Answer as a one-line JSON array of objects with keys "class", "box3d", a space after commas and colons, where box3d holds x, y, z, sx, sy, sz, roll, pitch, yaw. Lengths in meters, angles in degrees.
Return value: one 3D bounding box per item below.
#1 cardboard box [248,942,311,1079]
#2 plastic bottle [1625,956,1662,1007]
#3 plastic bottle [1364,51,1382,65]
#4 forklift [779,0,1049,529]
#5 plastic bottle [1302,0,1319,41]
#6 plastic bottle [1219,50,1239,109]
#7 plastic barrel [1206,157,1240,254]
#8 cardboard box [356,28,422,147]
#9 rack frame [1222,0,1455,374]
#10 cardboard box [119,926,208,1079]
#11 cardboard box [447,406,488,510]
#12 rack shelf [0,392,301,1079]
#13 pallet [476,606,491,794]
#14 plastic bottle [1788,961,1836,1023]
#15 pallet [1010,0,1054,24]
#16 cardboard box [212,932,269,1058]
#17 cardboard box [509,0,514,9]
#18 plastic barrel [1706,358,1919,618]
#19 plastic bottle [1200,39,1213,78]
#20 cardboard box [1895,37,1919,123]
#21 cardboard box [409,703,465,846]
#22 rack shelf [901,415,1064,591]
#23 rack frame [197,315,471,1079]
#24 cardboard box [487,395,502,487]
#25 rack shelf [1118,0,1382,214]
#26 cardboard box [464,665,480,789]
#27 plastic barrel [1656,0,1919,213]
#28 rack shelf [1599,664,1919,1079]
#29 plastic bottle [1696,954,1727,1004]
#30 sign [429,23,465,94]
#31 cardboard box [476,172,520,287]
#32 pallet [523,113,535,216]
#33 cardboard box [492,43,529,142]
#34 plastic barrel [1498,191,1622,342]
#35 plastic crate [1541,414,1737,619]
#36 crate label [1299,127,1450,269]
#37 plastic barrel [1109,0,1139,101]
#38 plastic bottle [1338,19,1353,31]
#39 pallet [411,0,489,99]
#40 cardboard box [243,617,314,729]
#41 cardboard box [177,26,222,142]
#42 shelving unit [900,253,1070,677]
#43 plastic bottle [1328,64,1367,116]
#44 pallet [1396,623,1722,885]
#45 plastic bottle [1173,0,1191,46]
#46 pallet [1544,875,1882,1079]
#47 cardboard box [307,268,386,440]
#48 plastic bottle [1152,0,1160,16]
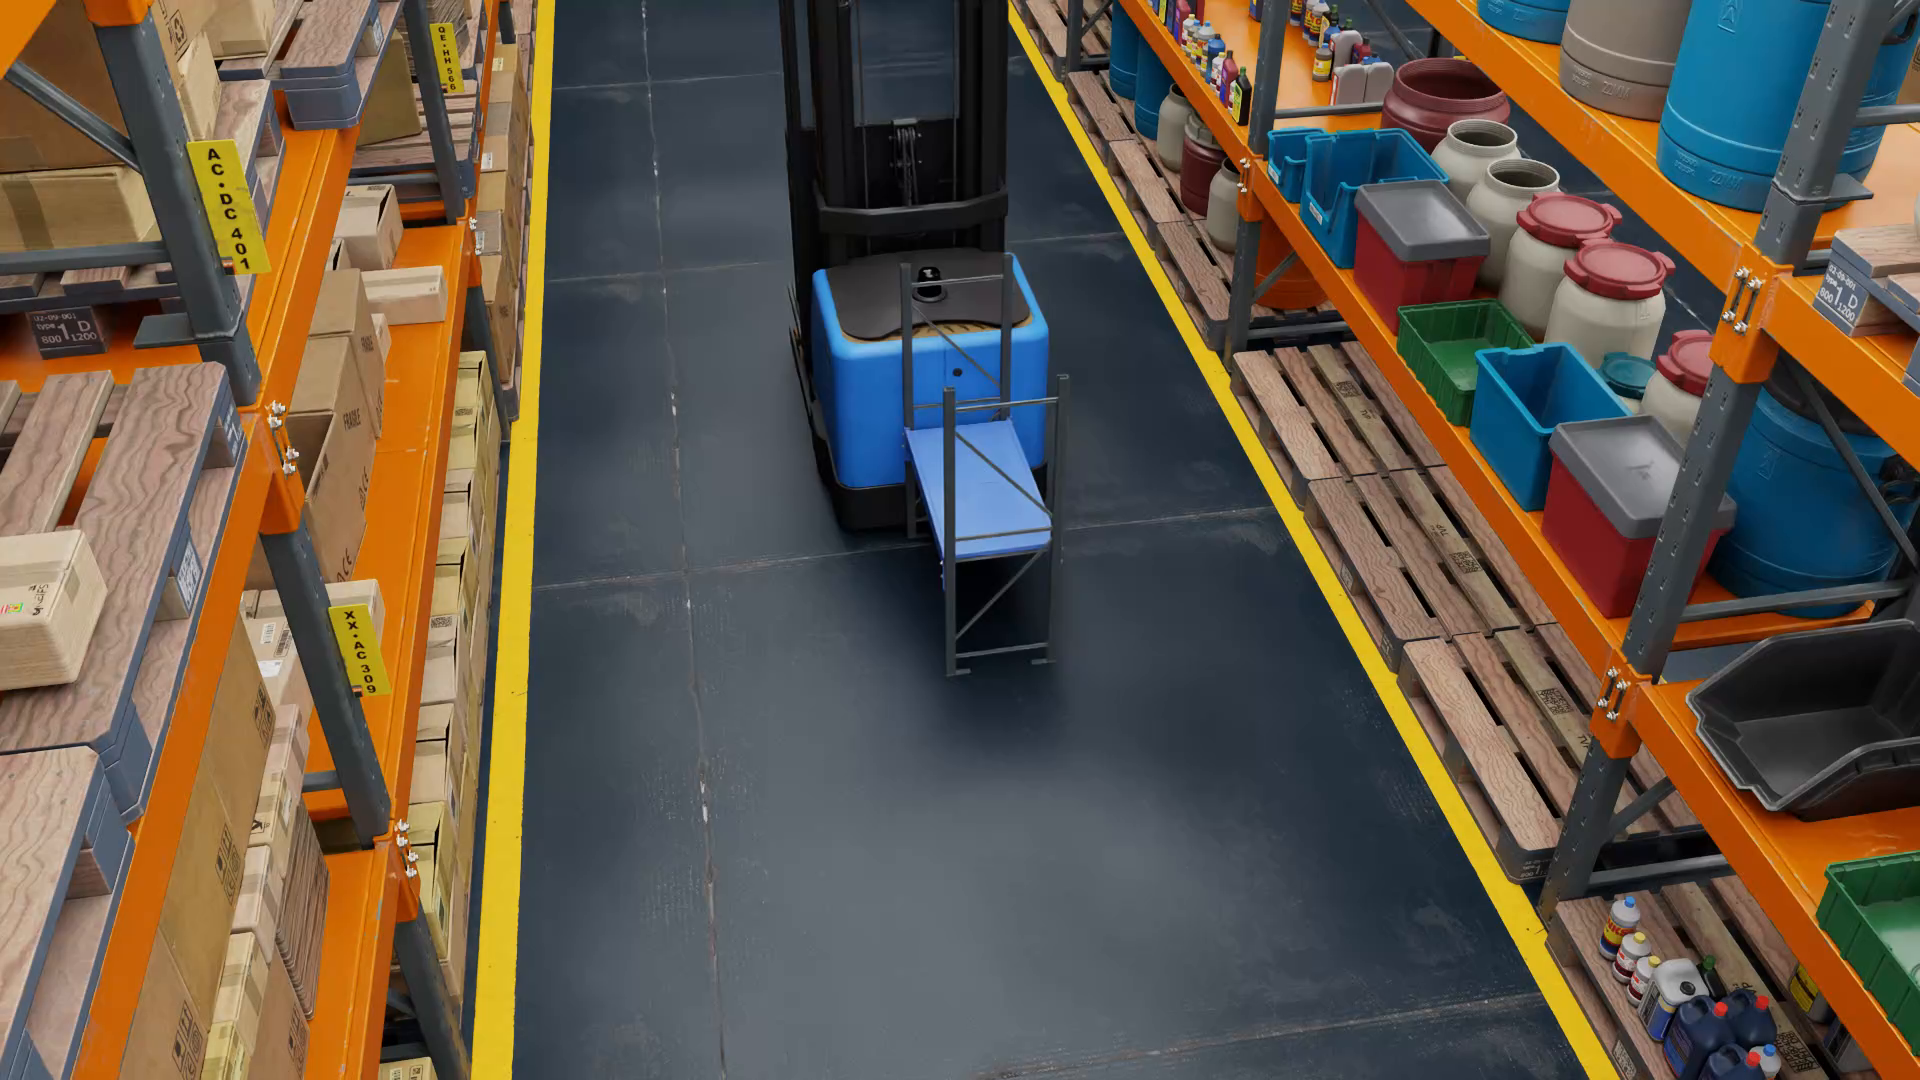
[{"class": "cardboard box", "box3d": [-2.000, 1.284, 3.970, 0.700, 0.500, 0.500, -7, 38, -8]}, {"class": "plastic bottle", "box3d": [2.354, 1.502, 5.694, 0.097, 0.201, 0.097, 0, 38, 0]}, {"class": "plastic bottle", "box3d": [2.242, -2.526, 9.062, 0.097, 0.271, 0.097, 0, 38, 0]}, {"class": "forklift", "box3d": [-0.358, -2.116, 8.484, 1.130, 2.935, 3.031, -7, 38, -9]}, {"class": "plastic bottle", "box3d": [2.080, -3.084, 9.780, 0.097, 0.271, 0.097, 0, 38, 0]}, {"class": "plastic bottle", "box3d": [1.461, -2.500, 9.018, 0.061, 0.283, 0.133, -6, 38, -8]}, {"class": "plastic barrel", "box3d": [1.703, -2.016, 9.986, 0.421, 0.512, 0.421, 0, 38, 0]}, {"class": "cardboard box", "box3d": [-3.106, -2.251, 8.179, 0.700, 0.500, 0.500, -19, 42, -23]}, {"class": "rack frame", "box3d": [1.993, -2.208, 8.547, 1.000, 3.000, 0.127, -6, 38, -8]}, {"class": "cardboard box", "box3d": [-1.922, 1.062, 3.199, 0.700, 0.500, 0.500, -6, 38, -8]}, {"class": "cardboard box", "box3d": [-2.453, -0.376, 7.630, 0.500, 0.311, 0.500, -7, 38, -9]}, {"class": "rack shelf", "box3d": [-1.833, 1.046, 2.500, 1.077, 0.370, 4.000, -6, 38, -8]}, {"class": "pallet", "box3d": [-2.568, 0.661, 7.128, 1.003, 0.211, 1.213, -6, 38, -8]}, {"class": "plastic bottle", "box3d": [2.949, 1.454, 5.634, 0.144, 0.351, 0.185, -6, 38, -8]}, {"class": "pallet", "box3d": [0.907, -4.701, 14.029, 1.003, 0.211, 1.213, -6, 38, -8]}, {"class": "cardboard box", "box3d": [-1.788, 1.050, 3.743, 0.380, 0.149, 0.250, -6, 38, -8]}, {"class": "cardboard box", "box3d": [-3.920, -4.416, 13.065, 0.797, 0.503, 0.637, -6, 38, -8]}, {"class": "plastic barrel", "box3d": [2.925, -0.256, 5.626, 0.600, 0.901, 0.708, -6, 38, -8]}, {"class": "plastic bottle", "box3d": [1.408, -2.715, 9.362, 0.097, 0.201, 0.097, 0, 38, 0]}, {"class": "cardboard box", "box3d": [6.620, -3.026, 10.989, 1.225, 0.875, 0.875, -6, 38, -8]}, {"class": "cardboard box", "box3d": [-2.093, 0.858, 6.043, 0.500, 0.311, 0.500, -7, 38, -8]}, {"class": "rack shelf", "box3d": [0.084, -0.186, 7.460, 0.538, 0.185, 1.000, -7, 38, -9]}, {"class": "rack frame", "box3d": [-2.183, 0.739, 4.754, 1.000, 3.000, 0.127, -6, 38, -8]}, {"class": "cardboard box", "box3d": [-2.552, -0.466, 8.204, 0.500, 0.250, 0.500, -5, 38, -7]}, {"class": "rack shelf", "box3d": [1.642, -3.132, 10.323, 1.077, 0.370, 4.000, -6, 38, -8]}, {"class": "cardboard box", "box3d": [-2.192, 0.767, 6.617, 0.500, 0.250, 0.500, -7, 38, -9]}, {"class": "plastic barrel", "box3d": [2.391, -1.458, 4.728, 0.600, 0.901, 0.708, -6, 38, -8]}, {"class": "rack shelf", "box3d": [3.045, 1.700, 4.103, 1.077, 0.370, 4.000, -6, 38, -8]}, {"class": "plastic bottle", "box3d": [2.507, 1.527, 5.595, 0.061, 0.283, 0.133, -6, 38, -8]}, {"class": "sign", "box3d": [-2.339, -2.196, 7.588, 0.100, 0.325, 0.005, -6, 38, -8]}, {"class": "cardboard box", "box3d": [-2.863, -1.789, 9.686, 0.500, 0.500, 0.500, -7, 38, -9]}, {"class": "pallet", "box3d": [-3.406, -2.505, 11.202, 1.003, 0.211, 1.213, -6, 38, -8]}, {"class": "cardboard box", "box3d": [-3.217, -3.013, 11.262, 0.500, 0.500, 0.500, -6, 38, -8]}, {"class": "plastic barrel", "box3d": [2.538, -1.151, 7.076, 0.433, 0.535, 0.433, 0, 38, 0]}, {"class": "plastic crate", "box3d": [2.308, -0.077, 5.752, 0.402, 0.464, 0.583, -6, 38, -8]}, {"class": "crate label", "box3d": [1.901, -1.593, 7.726, 0.502, 0.435, 0.616, -6, 38, -8]}, {"class": "plastic barrel", "box3d": [1.370, -3.631, 11.746, 0.600, 0.901, 0.708, -6, 38, -8]}, {"class": "plastic bottle", "box3d": [2.175, -2.823, 9.434, 0.061, 0.283, 0.133, -6, 38, -8]}, {"class": "pallet", "box3d": [-3.230, -2.776, 9.434, 1.003, 0.211, 1.213, -6, 38, -8]}, {"class": "cardboard box", "box3d": [-2.313, 0.505, 5.177, 0.500, 0.250, 0.500, -4, 38, -5]}, {"class": "cardboard box", "box3d": [-2.381, -1.257, 4.658, 0.500, 0.250, 0.500, -10, 39, -12]}, {"class": "shelving unit", "box3d": [0.084, -0.328, 7.350, 0.538, 1.500, 1.048, -7, 38, -9]}, {"class": "plastic bottle", "box3d": [2.085, -2.439, 8.945, 0.152, 0.276, 0.135, -6, 38, -8]}, {"class": "pallet", "box3d": [2.518, 0.839, 6.898, 1.003, 0.211, 1.213, -6, 38, -8]}, {"class": "plastic bottle", "box3d": [1.301, -3.051, 9.727, 0.061, 0.283, 0.133, -6, 38, -8]}, {"class": "pallet", "box3d": [2.771, 1.719, 5.765, 1.003, 0.211, 1.213, -6, 38, -8]}, {"class": "cardboard box", "box3d": [-2.574, -0.705, 6.531, 0.500, 0.500, 0.500, -8, 39, -10]}, {"class": "plastic bottle", "box3d": [1.259, -3.370, 10.083, 0.144, 0.351, 0.185, -6, 38, -8]}]
